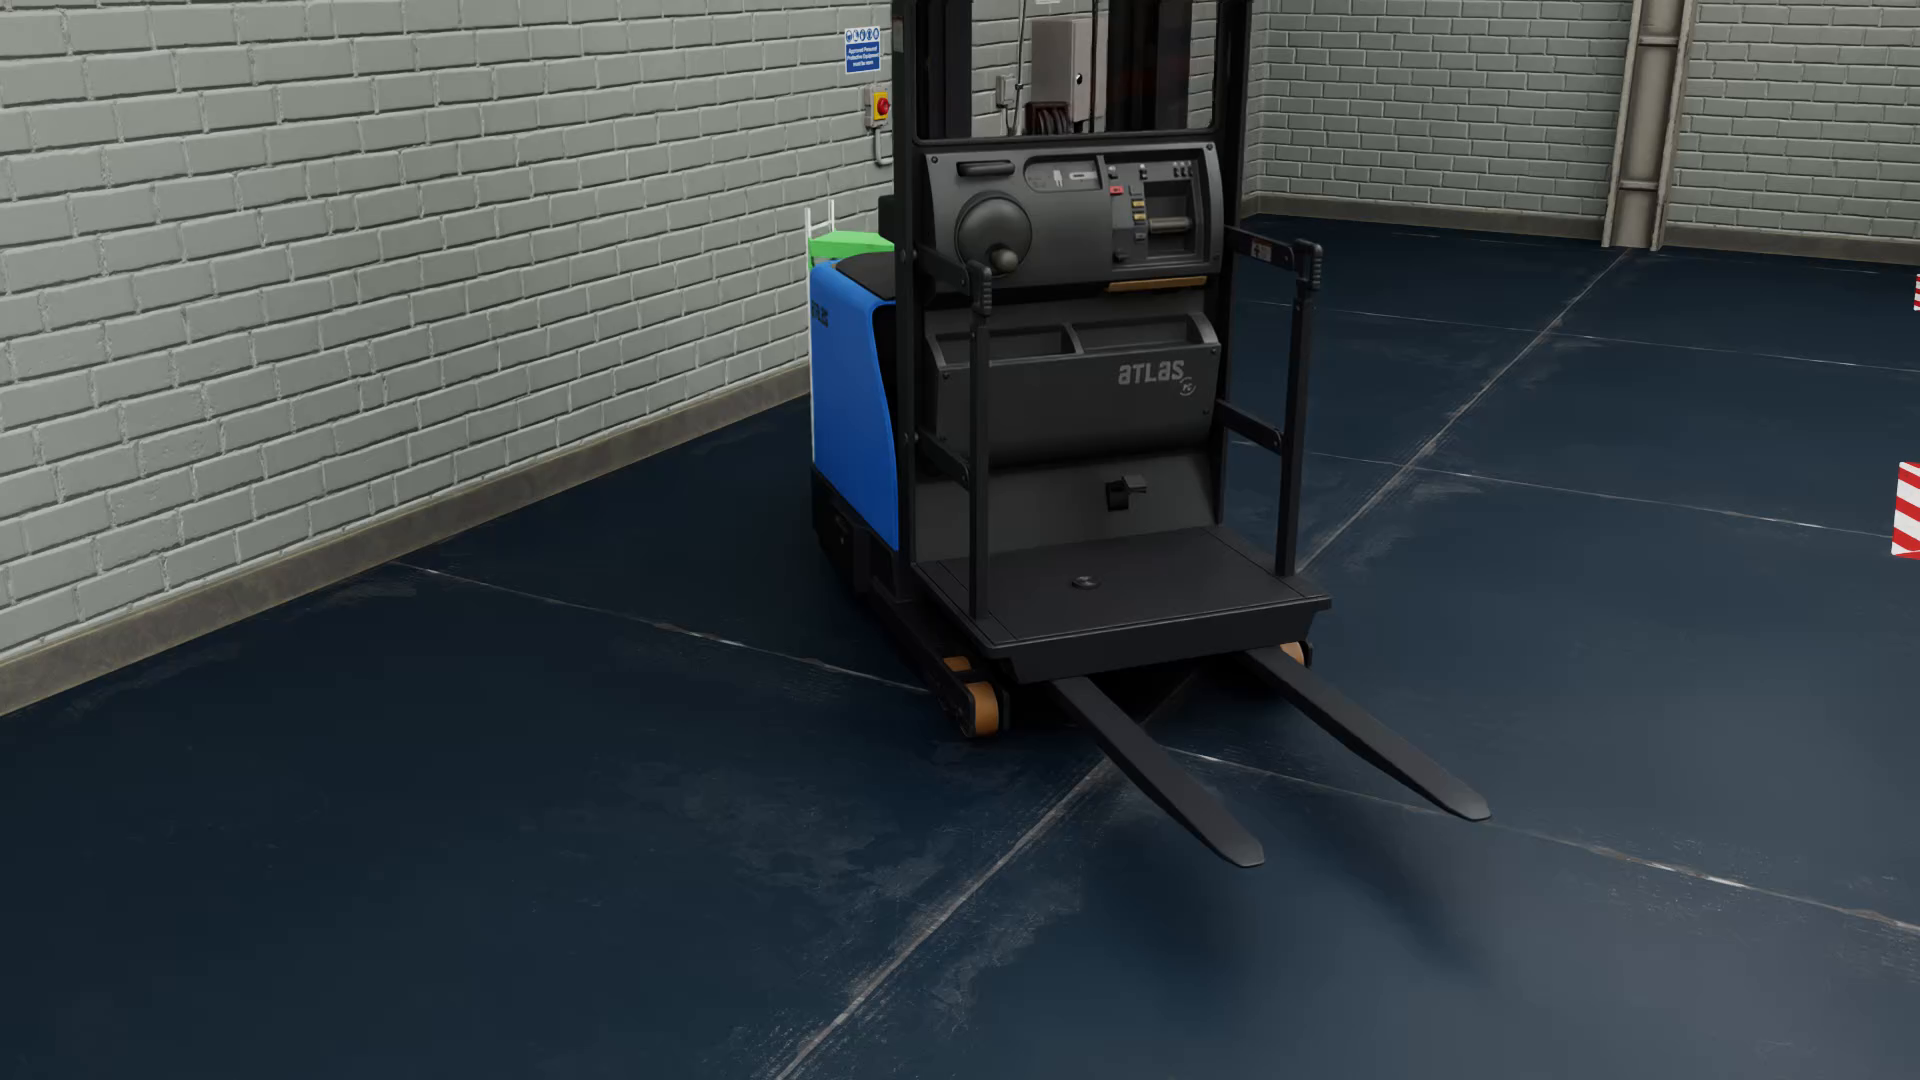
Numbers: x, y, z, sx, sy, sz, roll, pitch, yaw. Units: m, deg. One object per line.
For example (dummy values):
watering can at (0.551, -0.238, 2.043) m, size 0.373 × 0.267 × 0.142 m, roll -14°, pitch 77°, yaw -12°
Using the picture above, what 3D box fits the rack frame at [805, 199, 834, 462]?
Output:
rack frame at (-0.544, -0.736, 6.634) m, size 0.015 × 1.200 × 0.240 m, roll 7°, pitch 21°, yaw 19°

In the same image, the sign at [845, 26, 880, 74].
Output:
sign at (-0.489, -2.470, 8.379) m, size 0.001 × 0.218 × 0.327 m, roll 11°, pitch 23°, yaw 27°

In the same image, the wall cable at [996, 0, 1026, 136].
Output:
wall cable at (0.269, -3.249, 9.433) m, size 0.122 × 1.984 × 0.588 m, roll 11°, pitch 23°, yaw 27°

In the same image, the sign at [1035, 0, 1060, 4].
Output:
sign at (0.532, -3.354, 10.003) m, size 0.001 × 0.242 × 0.339 m, roll 11°, pitch 23°, yaw 27°

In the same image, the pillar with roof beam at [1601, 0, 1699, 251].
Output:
pillar with roof beam at (2.926, -5.150, 7.366) m, size 0.400 × 9.000 × 9.100 m, roll 11°, pitch 23°, yaw 27°

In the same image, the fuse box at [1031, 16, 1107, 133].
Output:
fuse box at (0.740, -2.343, 10.314) m, size 0.414 × 1.711 × 0.539 m, roll 11°, pitch 23°, yaw 27°

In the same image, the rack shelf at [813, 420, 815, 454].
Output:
rack shelf at (-0.315, -0.422, 6.659) m, size 0.480 × 0.148 × 0.258 m, roll 7°, pitch 21°, yaw 19°

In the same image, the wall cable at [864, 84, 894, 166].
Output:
wall cable at (-0.412, -2.839, 8.258) m, size 0.123 × 1.953 × 0.585 m, roll 11°, pitch 23°, yaw 27°

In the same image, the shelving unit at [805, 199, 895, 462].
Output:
shelving unit at (-0.315, -0.707, 6.556) m, size 0.503 × 1.200 × 0.258 m, roll 7°, pitch 21°, yaw 19°

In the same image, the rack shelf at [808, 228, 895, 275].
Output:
rack shelf at (-0.315, -1.098, 6.414) m, size 0.480 × 0.148 × 0.258 m, roll 7°, pitch 21°, yaw 19°

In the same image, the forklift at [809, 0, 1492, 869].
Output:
forklift at (0.424, -0.964, 4.724) m, size 1.130 × 2.935 × 3.031 m, roll -7°, pitch 21°, yaw -19°
